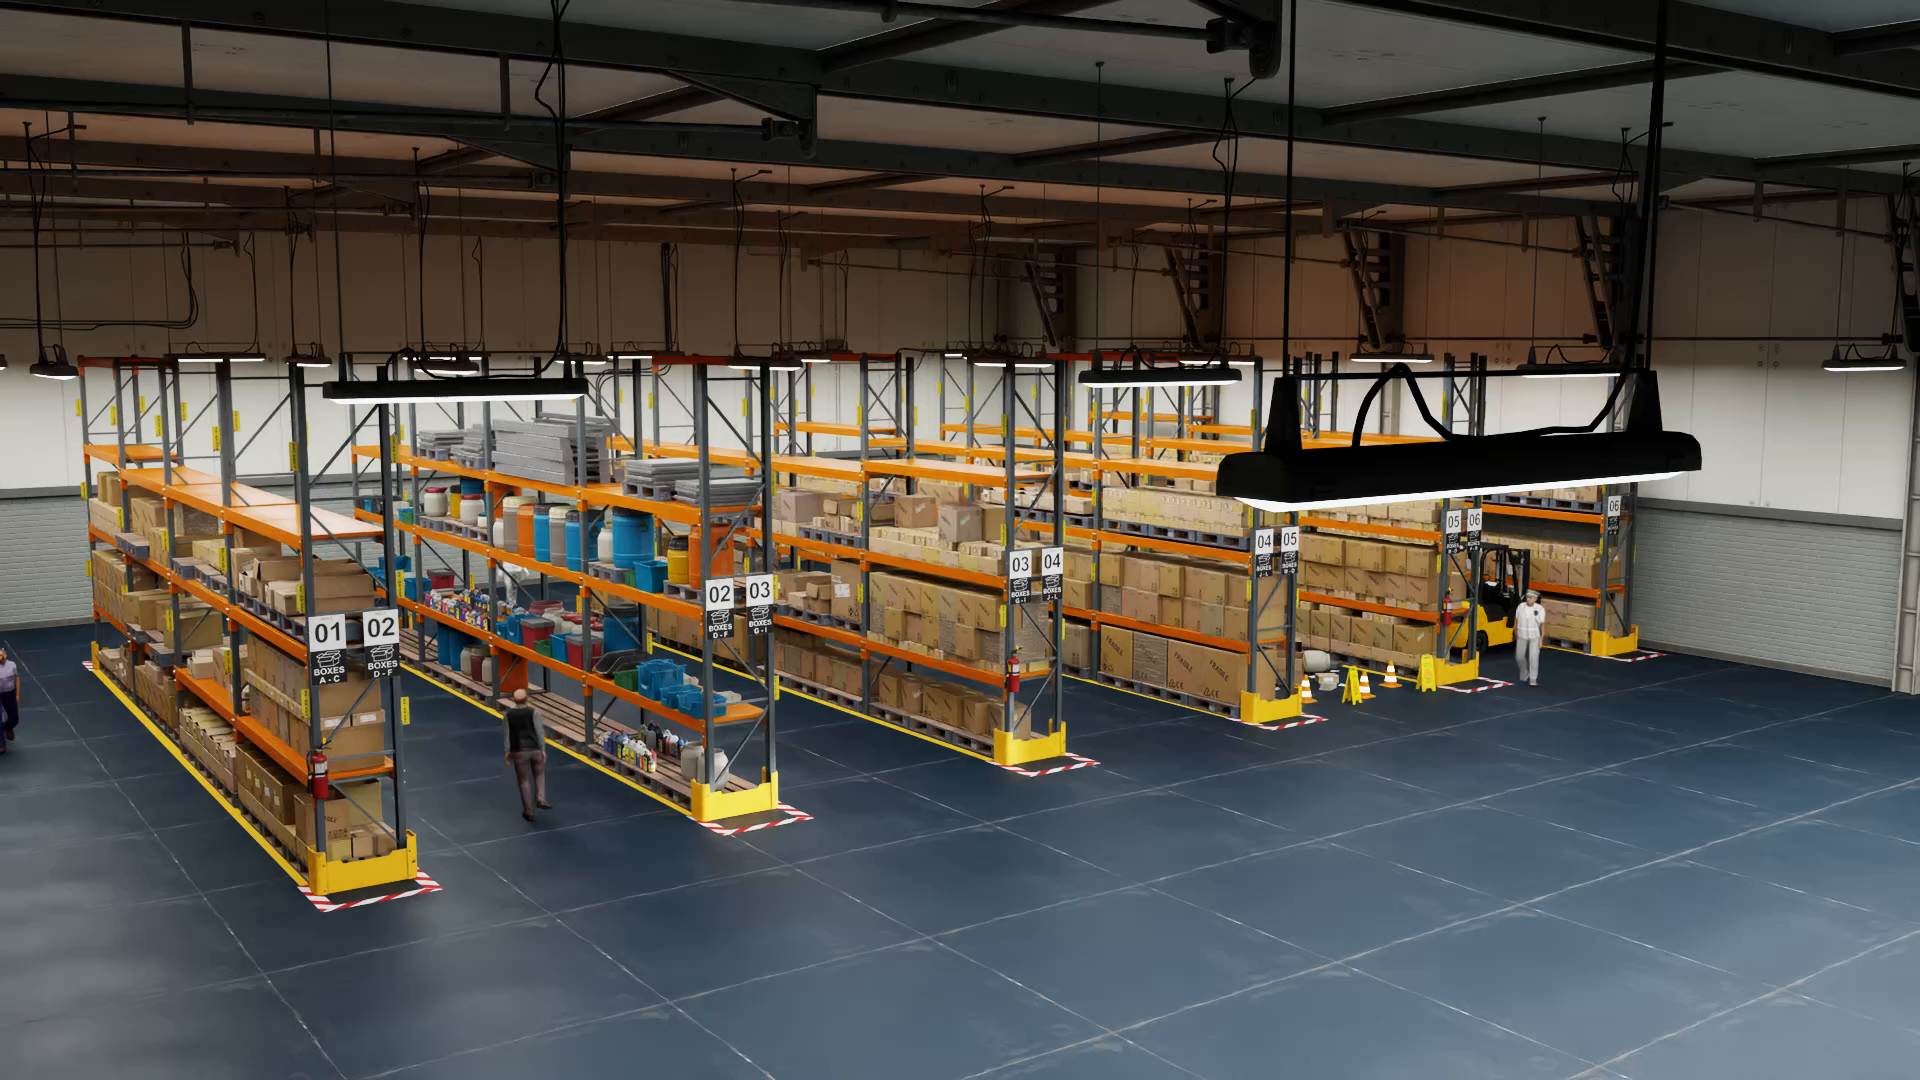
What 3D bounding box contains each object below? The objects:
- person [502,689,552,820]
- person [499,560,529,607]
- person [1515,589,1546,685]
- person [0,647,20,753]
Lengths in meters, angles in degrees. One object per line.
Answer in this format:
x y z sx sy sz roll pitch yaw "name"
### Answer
-5.721 2.818 21.954 0.576 1.710 0.478 -3 8 -25 "person"
-10.431 0.736 38.862 0.628 1.753 0.984 -4 8 -27 "person"
10.435 1.752 30.439 0.535 1.760 0.536 3 8 26 "person"
-14.789 2.416 25.670 0.484 1.601 0.857 -5 9 -38 "person"
